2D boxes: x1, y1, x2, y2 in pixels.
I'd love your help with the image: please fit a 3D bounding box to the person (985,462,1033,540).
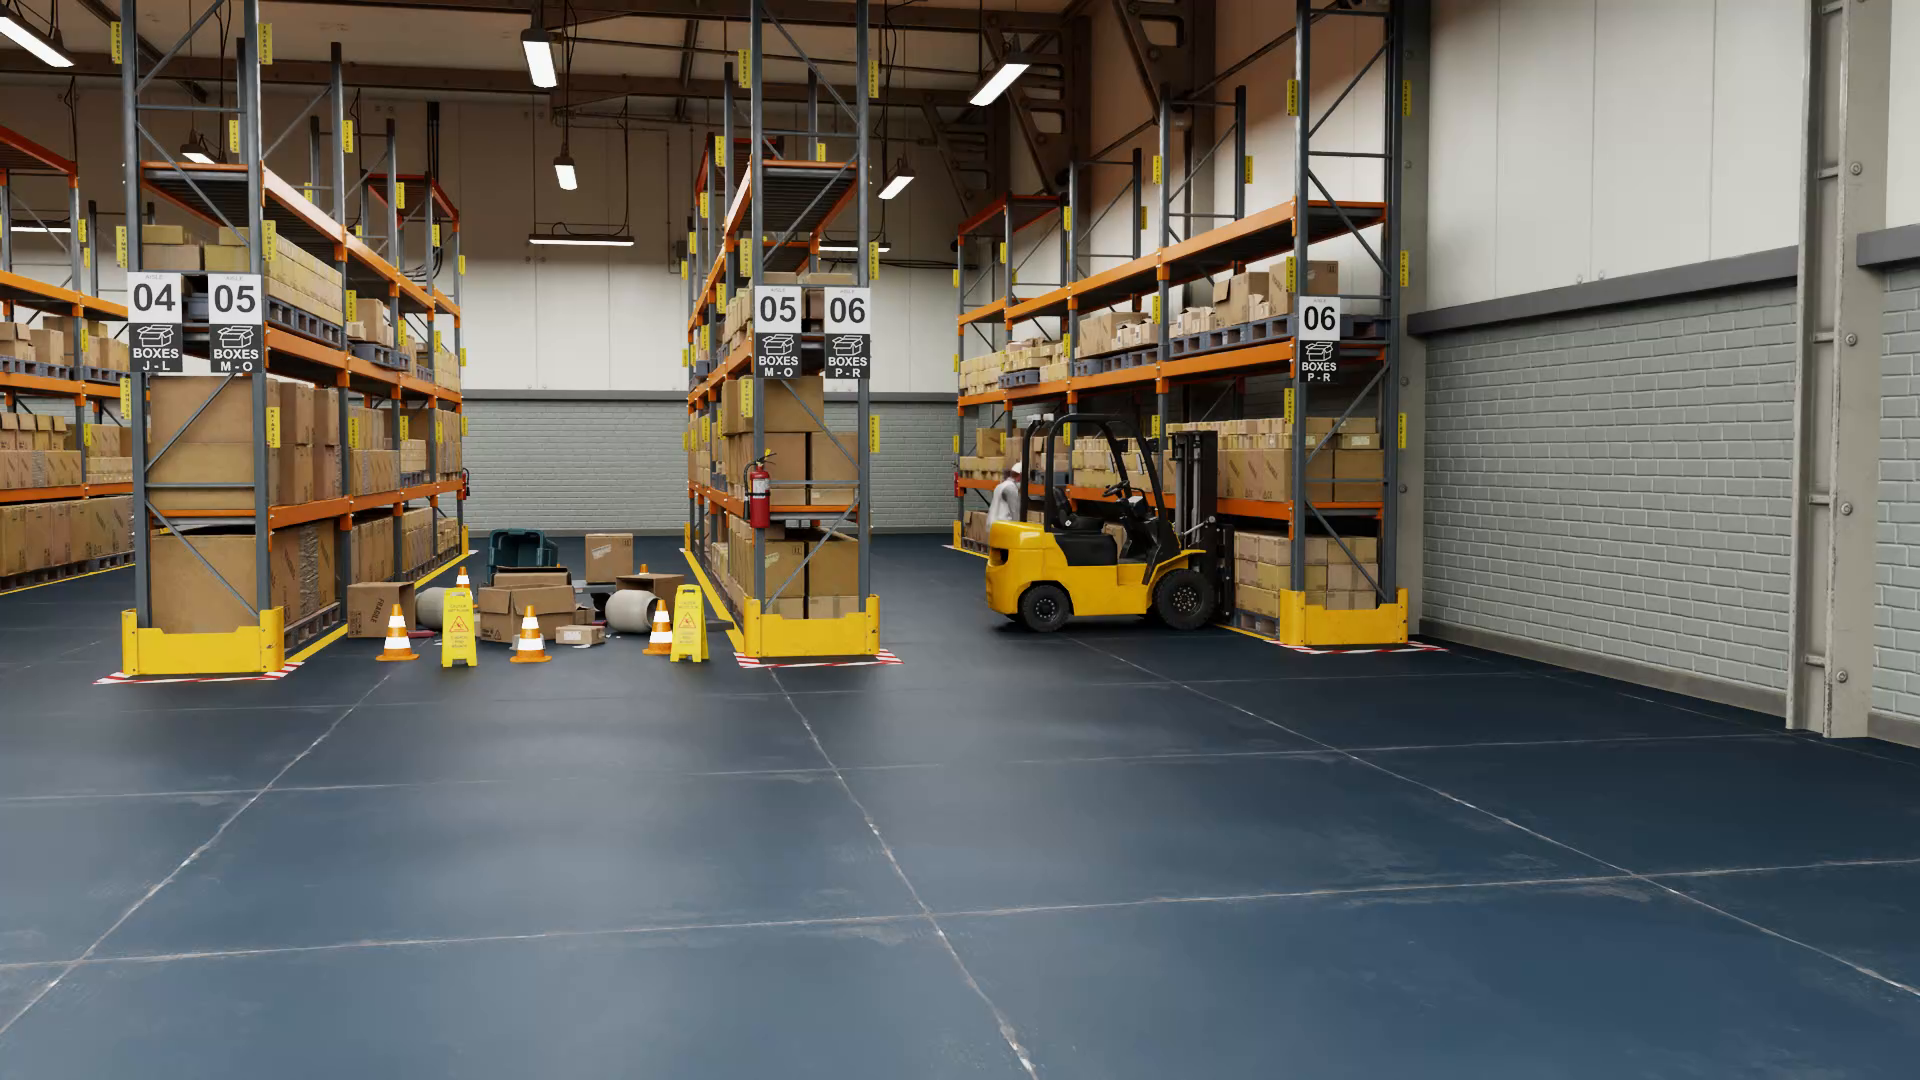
[{"bbox_3d":[0.581,-0.086,19.623,0.559,1.665,0.574,-1,3,-10],"label":"person"}]
